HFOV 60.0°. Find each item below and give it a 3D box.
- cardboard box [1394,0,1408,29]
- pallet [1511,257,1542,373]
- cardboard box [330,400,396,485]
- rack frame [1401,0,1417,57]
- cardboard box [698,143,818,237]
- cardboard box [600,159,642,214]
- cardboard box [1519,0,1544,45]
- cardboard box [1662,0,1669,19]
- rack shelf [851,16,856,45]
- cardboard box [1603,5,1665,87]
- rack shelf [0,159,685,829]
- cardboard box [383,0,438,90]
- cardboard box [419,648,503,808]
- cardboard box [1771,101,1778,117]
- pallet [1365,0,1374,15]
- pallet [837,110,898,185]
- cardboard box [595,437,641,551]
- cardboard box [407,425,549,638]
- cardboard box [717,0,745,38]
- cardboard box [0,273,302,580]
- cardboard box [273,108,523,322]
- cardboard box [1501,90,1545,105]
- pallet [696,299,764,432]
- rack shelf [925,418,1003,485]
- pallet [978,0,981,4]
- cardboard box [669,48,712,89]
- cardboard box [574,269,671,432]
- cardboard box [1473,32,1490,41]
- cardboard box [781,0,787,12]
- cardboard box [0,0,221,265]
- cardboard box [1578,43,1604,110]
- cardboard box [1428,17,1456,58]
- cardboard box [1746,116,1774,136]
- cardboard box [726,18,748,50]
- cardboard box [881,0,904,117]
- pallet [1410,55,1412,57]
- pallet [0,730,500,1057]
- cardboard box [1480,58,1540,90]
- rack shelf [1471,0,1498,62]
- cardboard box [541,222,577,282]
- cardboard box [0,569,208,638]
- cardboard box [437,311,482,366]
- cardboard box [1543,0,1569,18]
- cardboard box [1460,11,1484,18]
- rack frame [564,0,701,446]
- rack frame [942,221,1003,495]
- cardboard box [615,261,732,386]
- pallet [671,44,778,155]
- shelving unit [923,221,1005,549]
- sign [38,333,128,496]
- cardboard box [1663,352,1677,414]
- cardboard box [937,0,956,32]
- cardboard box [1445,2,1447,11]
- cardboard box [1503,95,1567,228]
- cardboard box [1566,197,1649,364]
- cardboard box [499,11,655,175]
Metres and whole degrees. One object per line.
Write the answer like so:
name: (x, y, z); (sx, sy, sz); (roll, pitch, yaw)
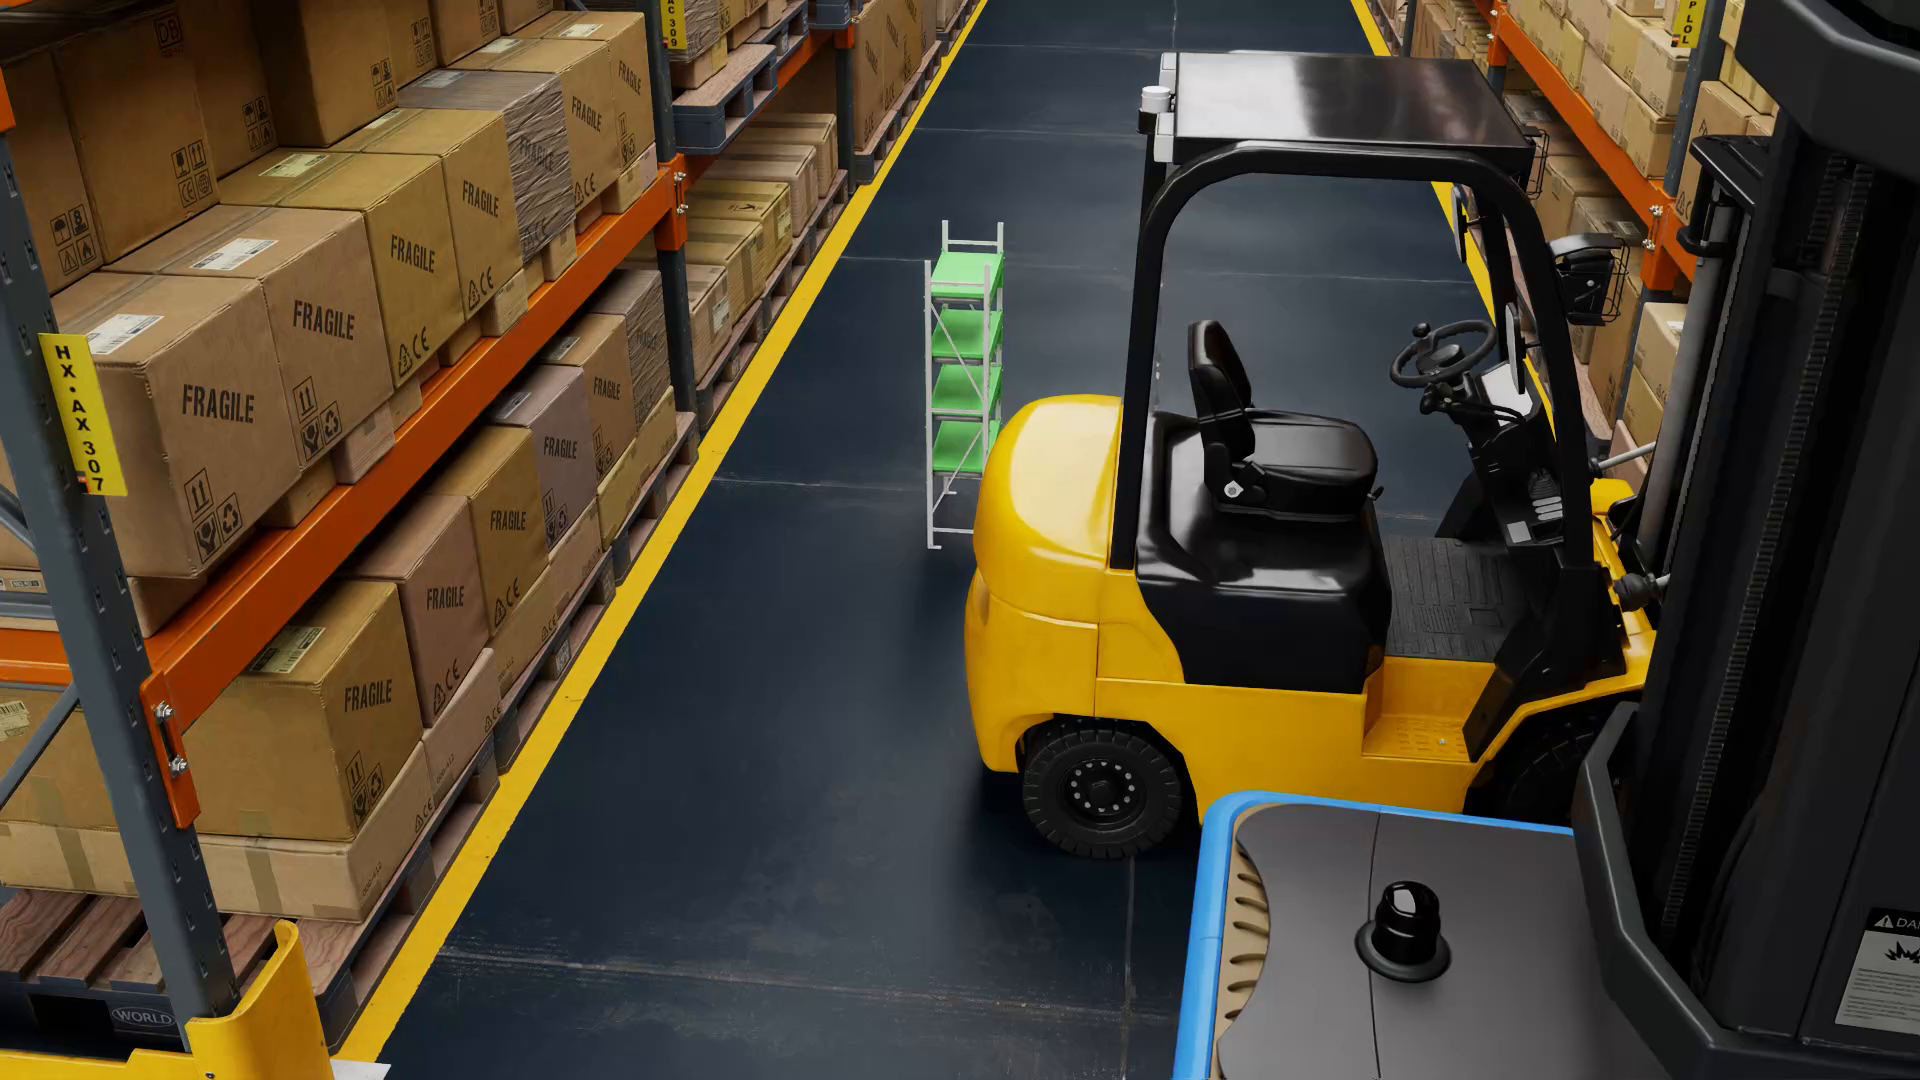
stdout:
cardboard box: (4.042, -4.671, 14.698); (0.396, 0.266, 0.258); (4, 29, 8)
pallet: (3.440, -1.174, 8.707); (1.003, 0.211, 1.213); (3, 28, 6)
cardboard box: (-1.722, -0.275, 4.362); (0.380, 0.149, 0.250); (4, 29, 7)
rack frame: (4.221, -5.243, 13.319); (1.000, 3.000, 0.127); (3, 28, 6)
cardboard box: (-1.357, -2.061, 9.741); (0.950, 0.372, 0.625); (3, 28, 5)
cardboard box: (-1.446, -1.366, 6.388); (0.380, 0.149, 0.250); (4, 29, 7)
cardboard box: (3.368, -2.863, 9.059); (0.500, 0.250, 0.500); (3, 28, 5)
cardboard box: (3.158, -2.215, 6.909); (0.380, 0.149, 0.250); (3, 28, 6)
rack shelf: (-0.951, -4.271, 12.274); (1.077, 0.370, 4.000); (3, 28, 6)
cardboard box: (3.103, -2.120, 7.153); (0.500, 0.250, 0.500); (3, 28, 5)
rack shelf: (-1.931, -0.505, 5.284); (1.077, 0.370, 4.000); (3, 28, 6)
cardboard box: (-2.128, -1.710, 5.289); (0.700, 0.500, 0.500); (3, 28, 5)
cardboard box: (-1.733, 0.541, 5.039); (0.500, 0.250, 0.500); (4, 29, 8)
cardboard box: (2.906, -1.425, 5.444); (0.380, 0.149, 0.250); (3, 28, 6)
pallet: (4.605, -5.487, 16.712); (1.003, 0.211, 1.213); (3, 28, 6)
pallet: (-1.024, -2.786, 11.698); (1.003, 0.211, 1.213); (3, 28, 6)
cardboard box: (-1.547, -0.193, 6.402); (0.500, 0.250, 0.500); (3, 28, 5)
cardboard box: (-1.671, -0.042, 5.331); (0.500, 0.500, 0.500); (4, 29, 7)
cardboard box: (-1.283, -2.563, 7.483); (0.500, 0.500, 0.500); (3, 29, 6)
cardboard box: (-1.843, -0.263, 3.656); (0.500, 0.500, 0.500); (3, 28, 5)
cardboard box: (-1.667, -0.986, 4.999); (0.500, 0.500, 0.500); (3, 28, 5)
cardboard box: (3.570, -2.656, 10.710); (0.500, 0.500, 0.500); (4, 29, 8)
pallet: (-1.592, -0.903, 8.203); (1.003, 0.211, 1.213); (3, 28, 6)
rack shelf: (0.020, -0.339, 6.754); (0.258, 0.148, 0.480); (3, 28, 6)
pallet: (-0.236, -5.804, 17.300); (1.003, 0.211, 1.213); (3, 28, 6)
cardboard box: (-1.304, -2.080, 7.270); (0.380, 0.149, 0.250); (4, 29, 7)
cardboard box: (-1.492, -0.774, 6.690); (0.500, 0.500, 0.500); (3, 28, 5)
cardboard box: (3.696, -3.350, 11.315); (0.380, 0.149, 0.250); (4, 29, 8)
cardboard box: (-1.114, -2.819, 8.642); (0.380, 0.149, 0.250); (2, 28, 5)
cardboard box: (-2.260, -0.987, 3.946); (0.700, 0.500, 0.500); (4, 29, 7)
cardboard box: (3.190, -2.132, 7.703); (0.500, 0.250, 0.500); (4, 29, 7)
cardboard box: (3.818, -3.627, 12.512); (0.500, 0.500, 0.500); (3, 28, 5)
cardboard box: (2.880, -1.081, 5.489); (0.500, 0.500, 0.500); (4, 29, 7)
cardboard box: (-1.233, -2.453, 7.963); (0.380, 0.149, 0.250); (4, 29, 7)
cardboard box: (-0.915, -3.636, 12.134); (0.875, 0.875, 0.875); (4, 29, 7)
pallet: (4.159, -3.630, 13.265); (1.003, 0.211, 1.213); (3, 28, 6)
pallet: (-2.032, 0.931, 4.800); (1.003, 0.211, 1.213); (3, 28, 6)
cardboard box: (3.540, -2.977, 10.622); (0.380, 0.149, 0.250); (2, 28, 4)
rack shelf: (3.976, -3.984, 11.742); (1.077, 0.370, 4.000); (3, 28, 6)
cardboard box: (-1.544, -1.006, 5.719); (0.380, 0.149, 0.250); (3, 28, 5)
cardboard box: (-1.929, 0.082, 3.700); (0.380, 0.149, 0.250); (3, 29, 6)
cardboard box: (-1.689, -0.649, 5.056); (0.380, 0.149, 0.250); (3, 28, 5)
cardboard box: (3.290, -2.838, 8.487); (0.500, 0.250, 0.500); (3, 28, 5)
cardboard box: (3.811, -3.712, 11.987); (0.380, 0.149, 0.250); (3, 29, 6)
rack frame: (-1.686, -1.764, 6.861); (1.000, 3.000, 0.127); (3, 28, 6)
rack frame: (0.050, -0.721, 6.823); (0.240, 1.200, 0.015); (3, 28, 6)
cardboard box: (-1.624, -1.039, 7.843); (0.950, 0.372, 0.625); (4, 29, 7)
pallet: (-1.448, -2.030, 7.559); (1.003, 0.211, 1.213); (3, 28, 6)
shelving unit: (0.020, -0.606, 6.610); (0.258, 1.200, 0.503); (3, 28, 6)
sign: (-1.637, -0.230, 3.102); (0.100, 0.325, 0.005); (3, 28, 6)
cardboard box: (2.798, -0.442, 5.810); (0.500, 0.250, 0.500); (3, 28, 6)
cardboard box: (-0.522, -4.876, 14.896); (0.875, 0.438, 0.875); (3, 28, 5)
cardboard box: (3.916, -4.073, 12.657); (0.380, 0.149, 0.250); (3, 28, 5)
cardboard box: (3.641, -2.206, 9.744); (0.875, 0.625, 0.625); (4, 29, 8)
cardboard box: (3.396, -1.227, 7.927); (0.875, 0.625, 0.625); (3, 28, 6)
cardboard box: (-1.493, -1.715, 6.352); (0.500, 0.500, 0.500); (3, 28, 5)
